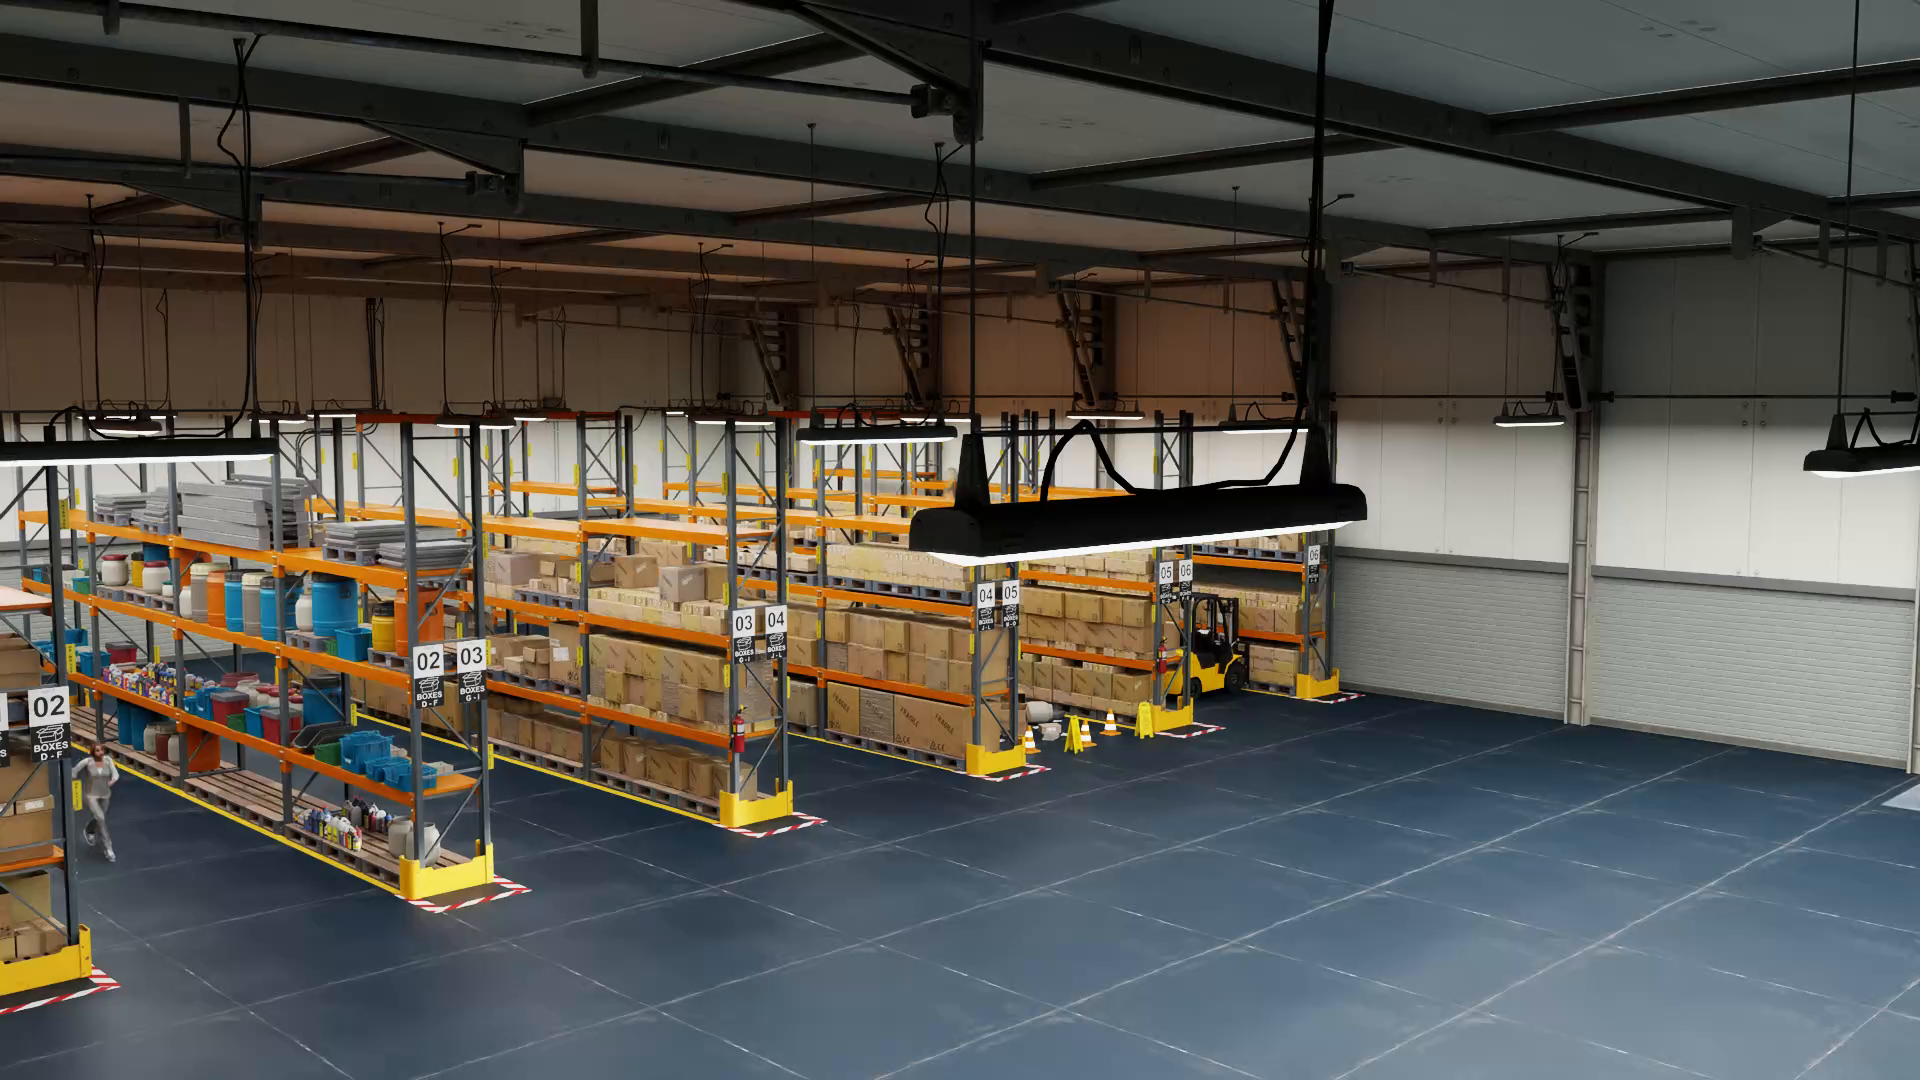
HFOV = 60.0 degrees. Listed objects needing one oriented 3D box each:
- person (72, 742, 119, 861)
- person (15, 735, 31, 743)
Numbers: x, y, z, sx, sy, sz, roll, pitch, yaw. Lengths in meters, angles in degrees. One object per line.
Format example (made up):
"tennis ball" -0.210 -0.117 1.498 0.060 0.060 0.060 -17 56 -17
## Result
"person" -11.877 3.553 22.871 0.912 1.605 0.557 4 7 42
"person" -15.390 3.086 27.366 0.893 1.754 0.651 4 6 40
